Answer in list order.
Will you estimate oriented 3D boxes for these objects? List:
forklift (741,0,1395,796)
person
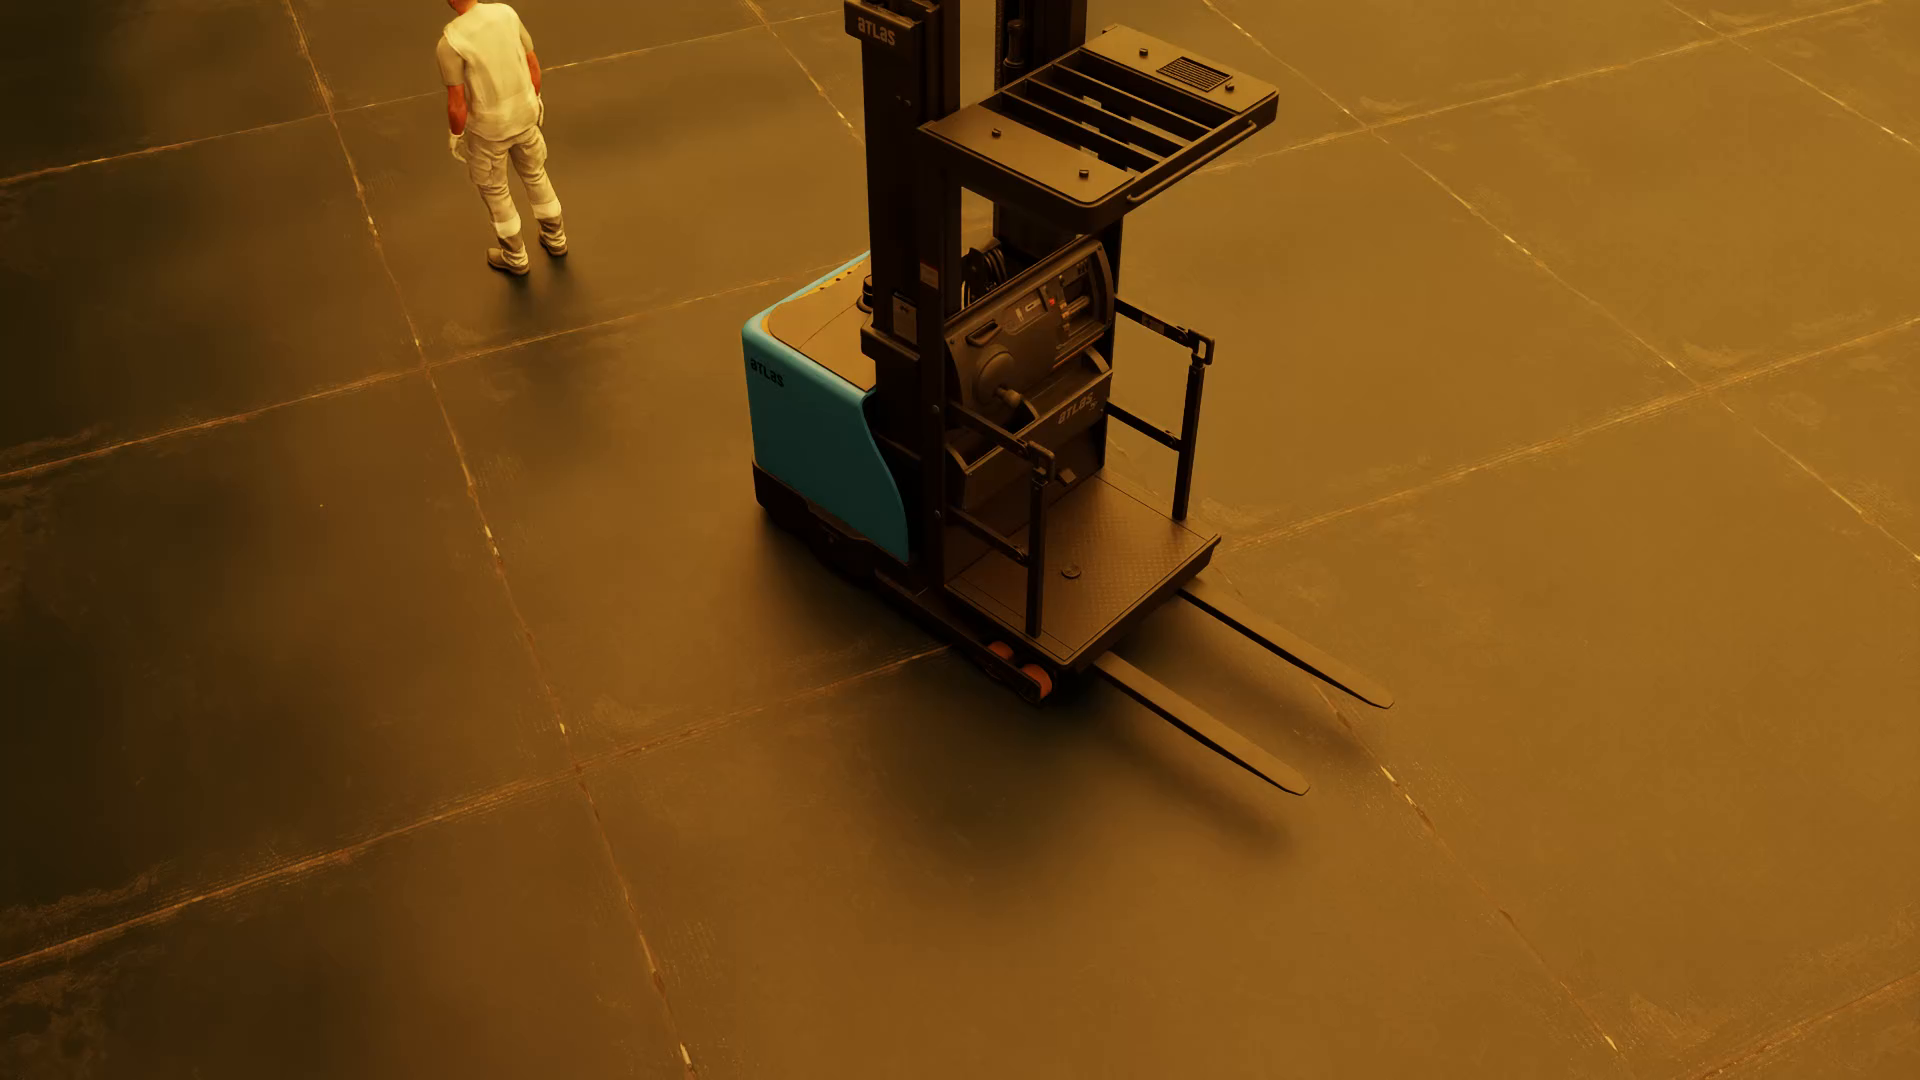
[{"bbox_3d":[0.445,-0.788,6.525,3.031,2.935,1.130,32,52,30],"label":"forklift"},{"bbox_3d":[-2.493,-2.258,8.946,0.449,1.779,0.619,32,51,29],"label":"person"}]
